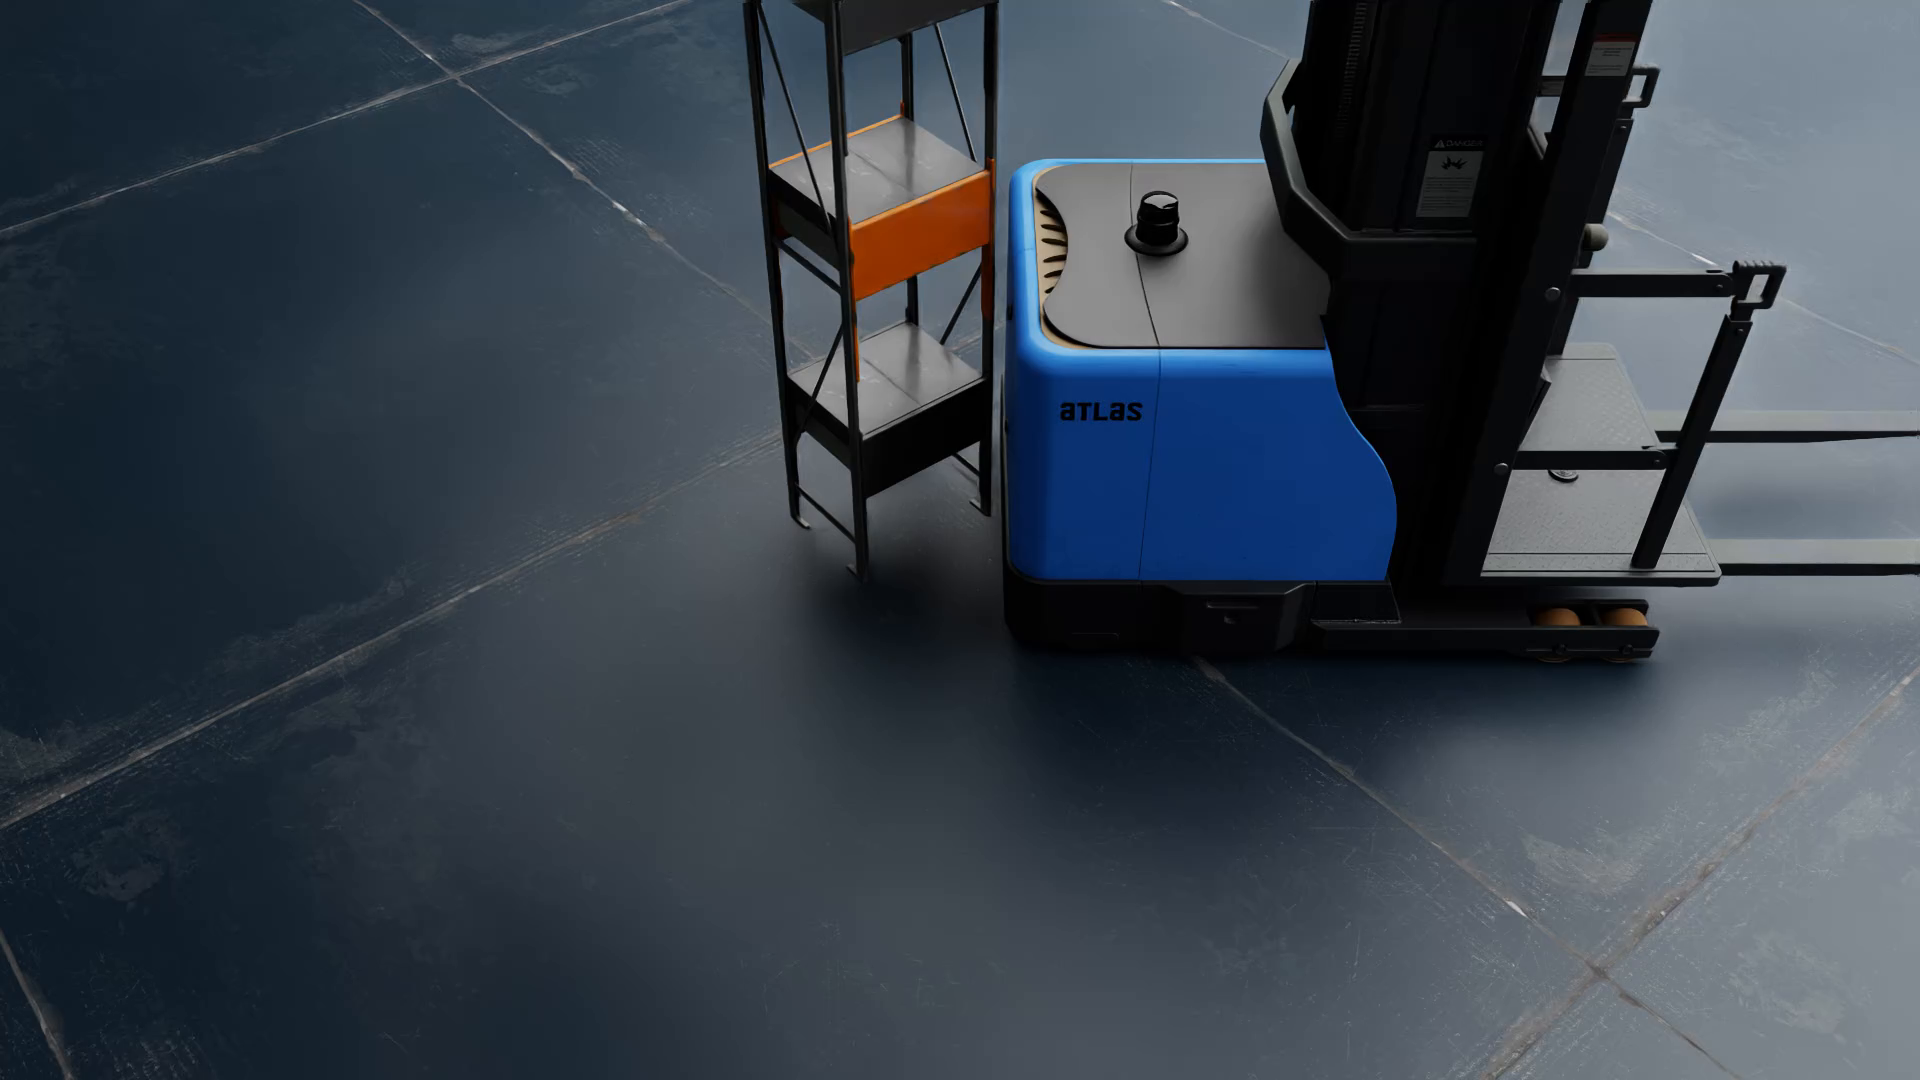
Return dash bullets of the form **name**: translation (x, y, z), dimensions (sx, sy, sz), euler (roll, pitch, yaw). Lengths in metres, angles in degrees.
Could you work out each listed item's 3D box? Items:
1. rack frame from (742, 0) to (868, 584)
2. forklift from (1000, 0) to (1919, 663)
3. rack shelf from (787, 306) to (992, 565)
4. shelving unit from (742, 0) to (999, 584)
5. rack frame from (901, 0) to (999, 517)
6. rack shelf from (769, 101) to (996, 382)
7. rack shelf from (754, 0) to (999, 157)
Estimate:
- **rack frame**: translation (-0.414, -0.741, 4.505), dimensions (0.015, 2.100, 0.400), euler (-29, 50, -27)
- **forklift**: translation (1.647, -1.076, 4.255), dimensions (3.031, 2.935, 1.130), euler (0, 43, 0)
- **rack shelf**: translation (-0.222, -0.324, 5.104), dimensions (0.480, 0.518, 0.431), euler (-29, 50, -27)
- **shelving unit**: translation (-0.222, -0.845, 4.615), dimensions (0.503, 2.100, 0.431), euler (-29, 50, -27)
- **rack frame**: translation (-0.031, -0.948, 4.726), dimensions (0.015, 2.100, 0.400), euler (-29, 50, -27)
- **rack shelf**: translation (-0.222, -0.835, 4.625), dimensions (0.480, 0.518, 0.431), euler (-29, 50, -27)
- **rack shelf**: translation (-0.222, -1.345, 4.146), dimensions (0.480, 0.518, 0.431), euler (-29, 50, -27)
